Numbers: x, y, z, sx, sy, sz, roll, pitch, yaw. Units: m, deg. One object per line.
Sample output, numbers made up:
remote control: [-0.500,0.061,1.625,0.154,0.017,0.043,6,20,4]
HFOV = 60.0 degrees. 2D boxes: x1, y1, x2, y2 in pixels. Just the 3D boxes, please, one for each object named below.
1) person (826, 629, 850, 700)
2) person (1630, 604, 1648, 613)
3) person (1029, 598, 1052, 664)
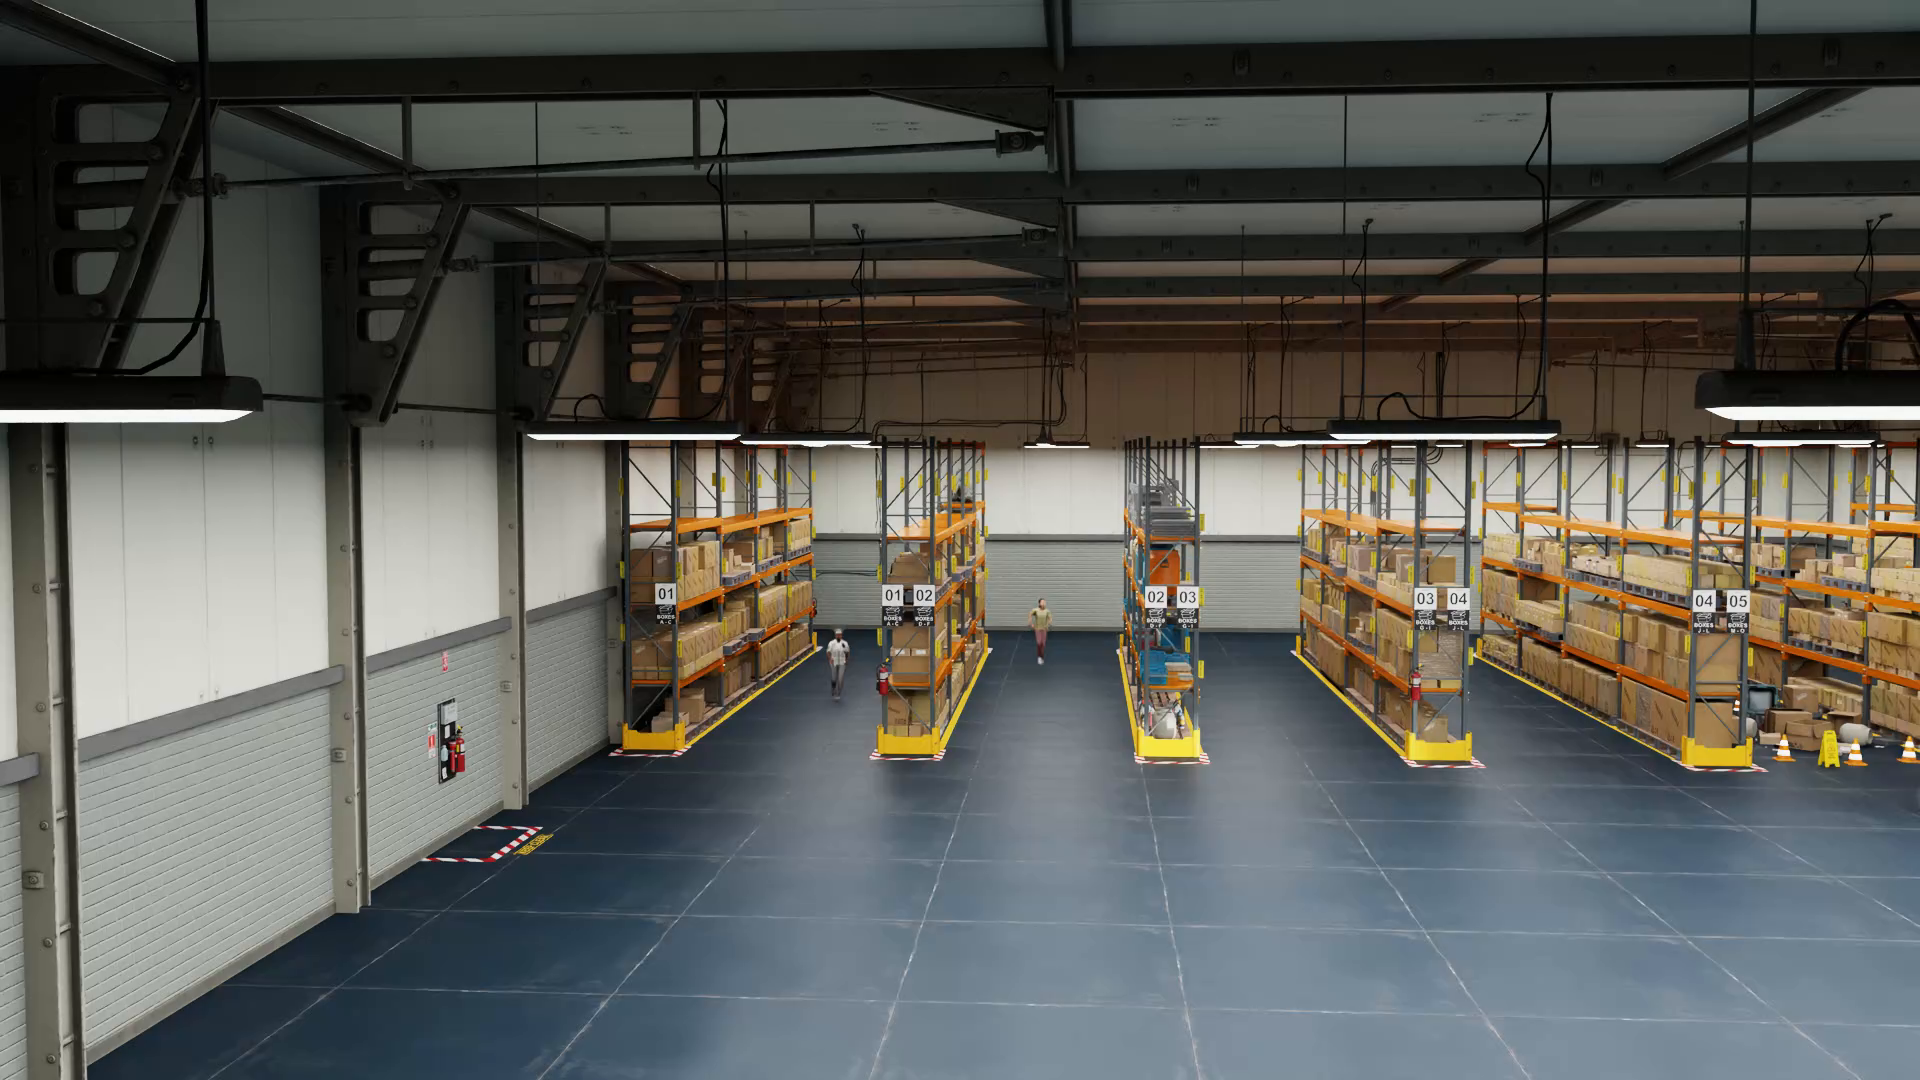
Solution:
person: [-2.788,2.850,38.189,0.551,1.653,0.551,0,3,-8]
person: [19.338,2.312,47.413,0.857,1.748,0.713,1,3,10]
person: [2.087,2.343,42.740,0.588,1.696,0.616,0,3,-8]
